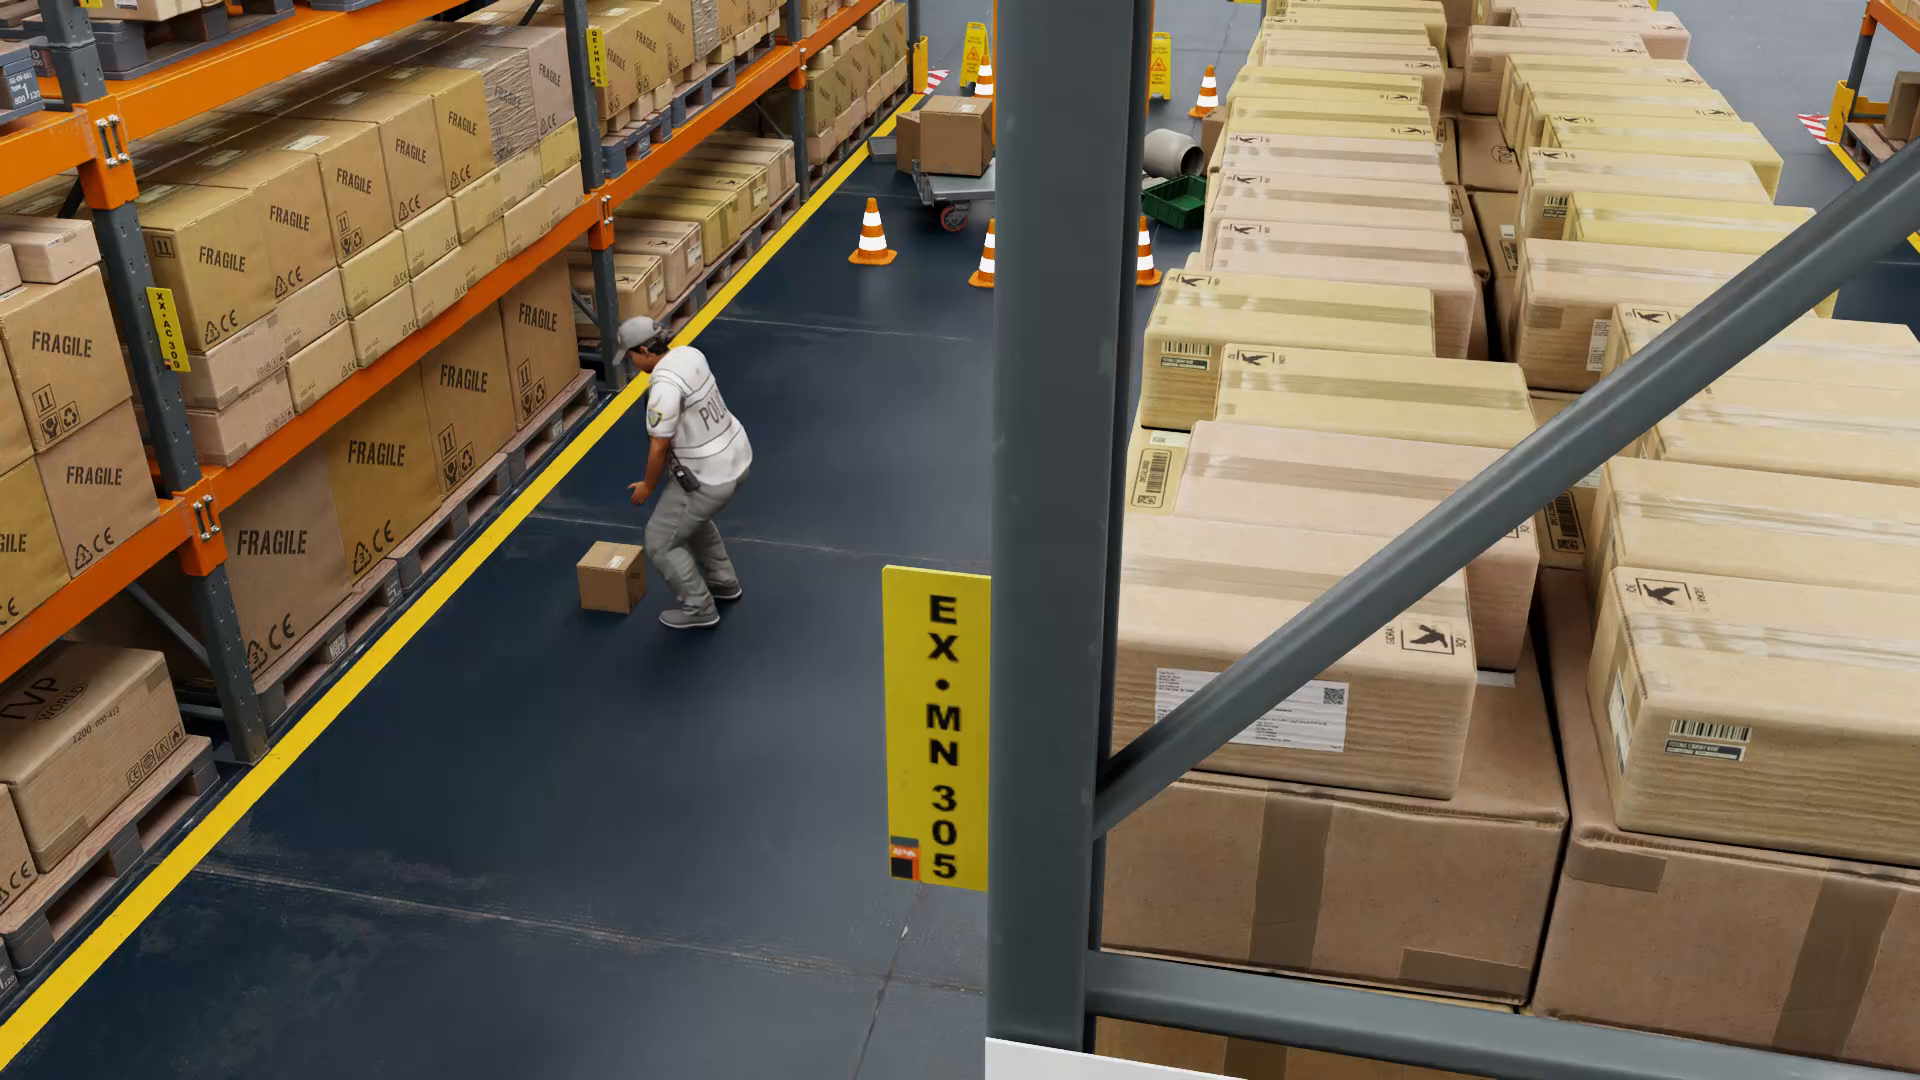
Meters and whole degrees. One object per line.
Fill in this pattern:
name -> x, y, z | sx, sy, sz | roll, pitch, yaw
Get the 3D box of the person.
person -> -1.293, -0.312, 7.829 | 0.591, 1.541, 0.519 | 6, 30, 12
